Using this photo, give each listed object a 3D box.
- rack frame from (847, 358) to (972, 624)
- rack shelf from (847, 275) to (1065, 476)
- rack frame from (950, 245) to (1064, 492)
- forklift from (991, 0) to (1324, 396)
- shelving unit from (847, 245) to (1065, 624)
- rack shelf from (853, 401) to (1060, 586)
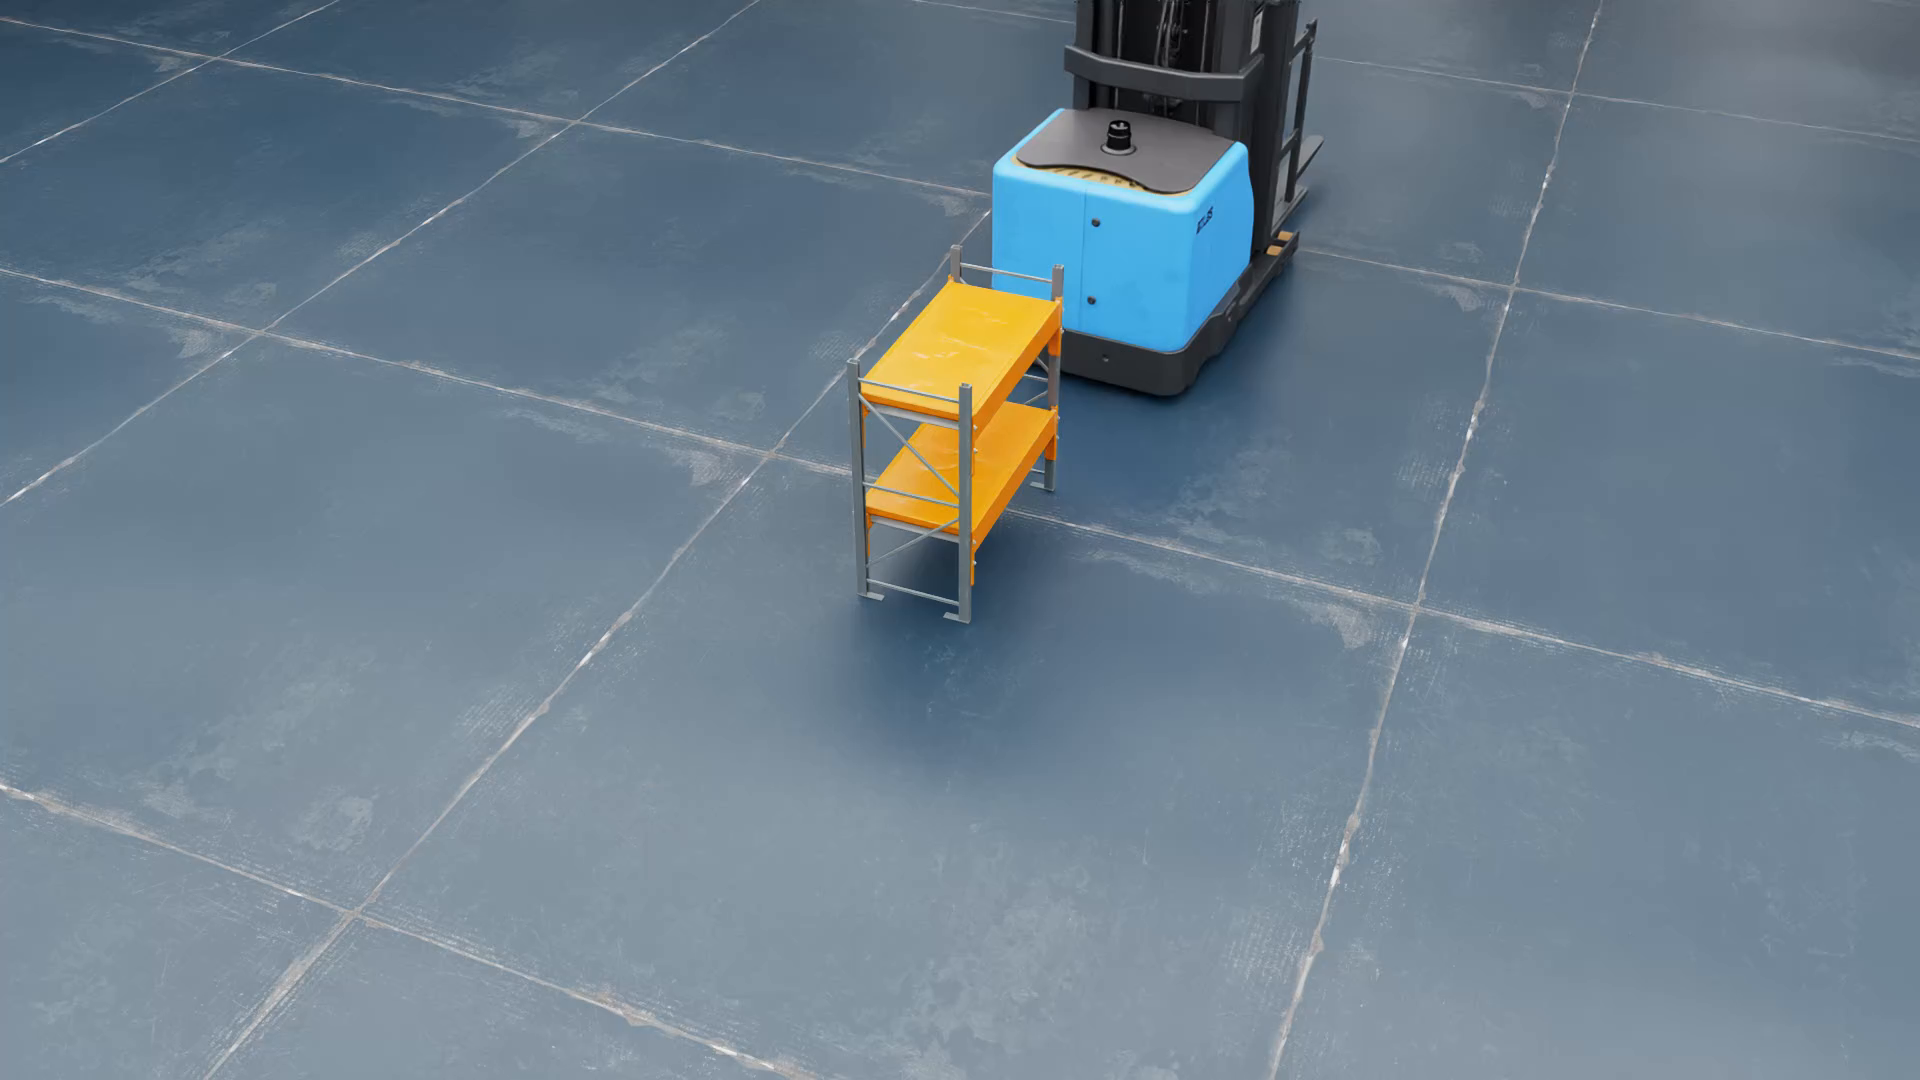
[{"bbox_3d":[-0.191,-0.173,6.542,0.500,1.125,0.032,14,39,18],"label":"rack frame"},{"bbox_3d":[0.003,-0.689,6.743,0.538,0.278,1.000,14,39,18],"label":"rack shelf"},{"bbox_3d":[0.196,-0.736,7.295,0.500,1.125,0.032,14,39,18],"label":"rack frame"},{"bbox_3d":[1.250,-2.744,8.473,1.130,2.935,3.031,17,40,21],"label":"forklift"},{"bbox_3d":[0.003,-0.454,6.918,0.538,1.125,1.048,14,39,18],"label":"shelving unit"},{"bbox_3d":[0.003,-0.258,7.065,0.538,0.278,1.000,14,39,18],"label":"rack shelf"}]
